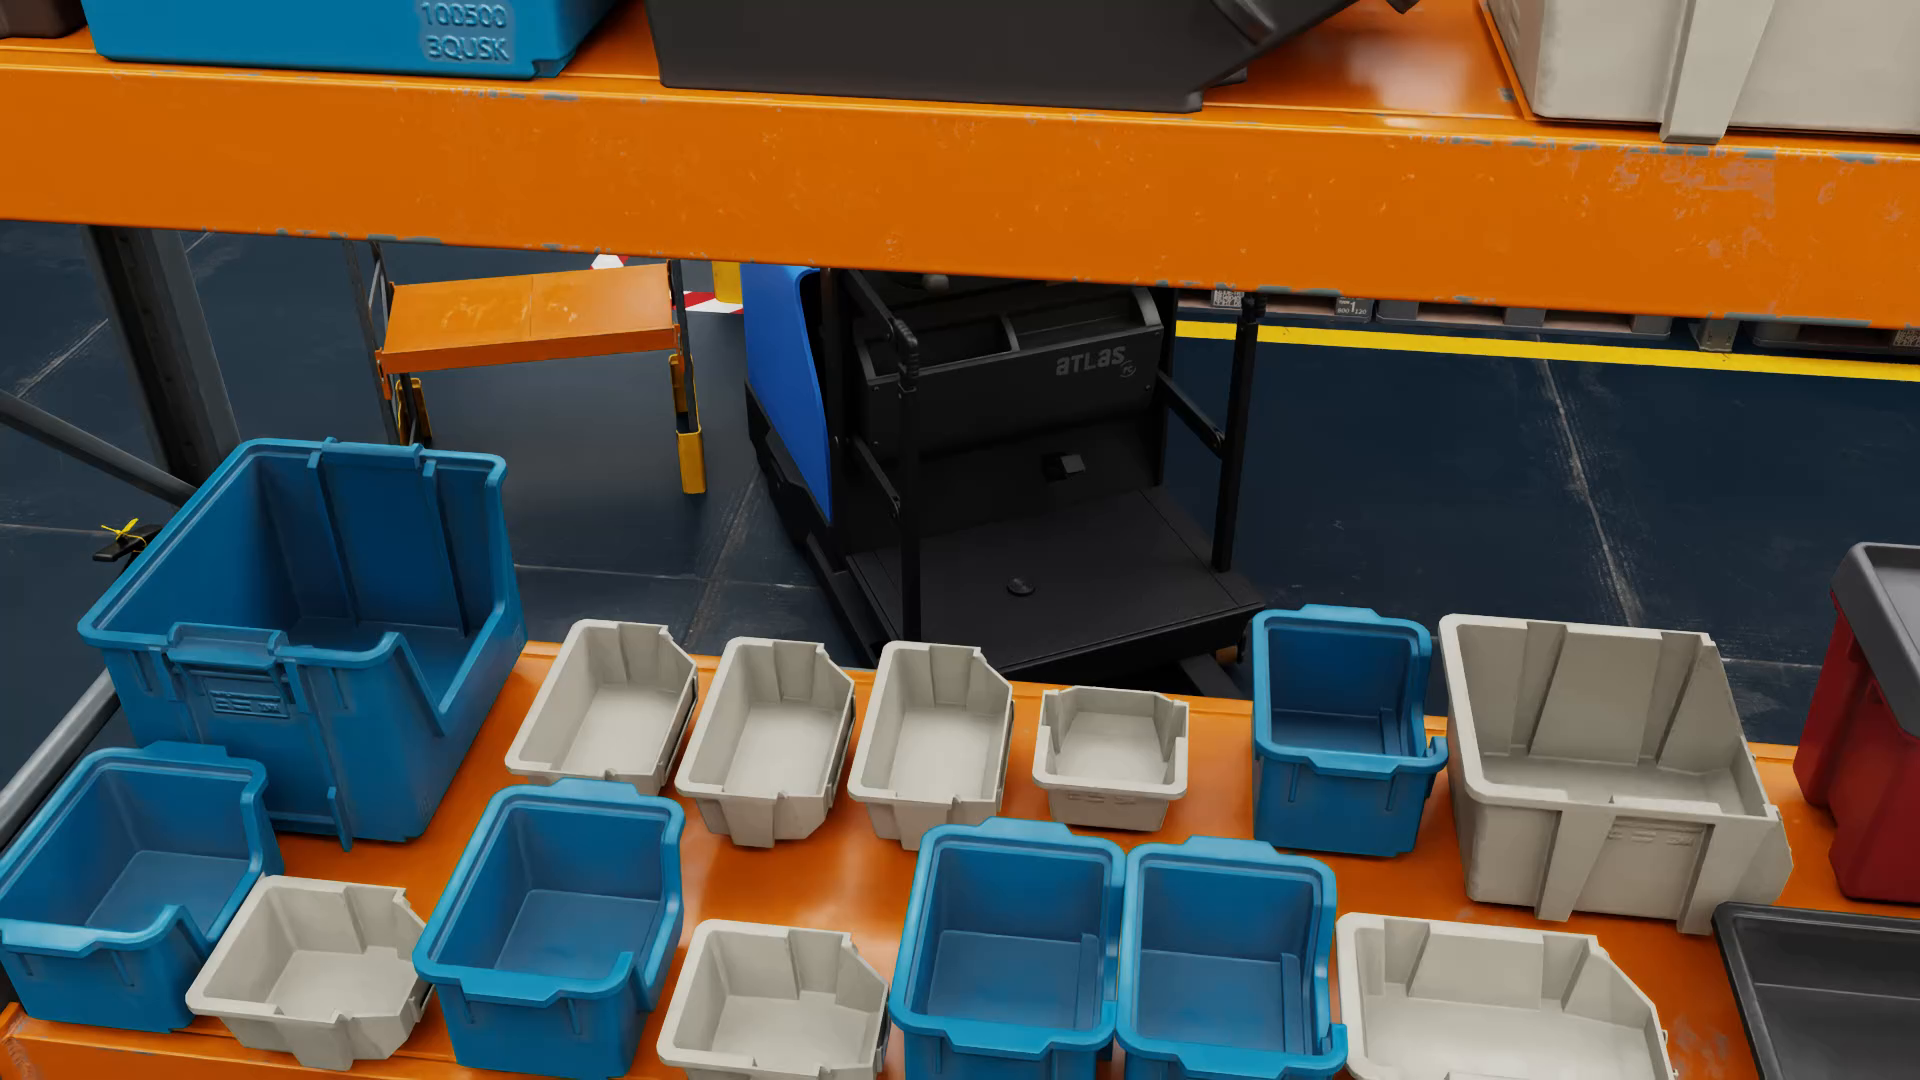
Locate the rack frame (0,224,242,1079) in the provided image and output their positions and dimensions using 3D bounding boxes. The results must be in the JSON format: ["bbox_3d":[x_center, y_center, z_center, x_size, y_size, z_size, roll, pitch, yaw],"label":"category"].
[{"bbox_3d":[-1.436,0.282,2.773,0.127,3.000,1.000,4,36,6],"label":"rack frame"}]

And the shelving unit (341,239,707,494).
[{"bbox_3d":[-1.496,-0.891,5.708,1.083,1.500,0.587,-6,36,-9],"label":"shelving unit"}]

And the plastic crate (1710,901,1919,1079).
[{"bbox_3d":[1.387,0.737,2.320,0.590,0.125,0.437,4,36,6],"label":"plastic crate"}]

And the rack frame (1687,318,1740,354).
[{"bbox_3d":[3.163,-2.276,6.357,0.127,3.000,1.000,4,36,6],"label":"rack frame"}]

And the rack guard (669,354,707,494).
[{"bbox_3d":[-1.007,-0.437,6.147,0.087,0.250,0.587,-6,36,-9],"label":"rack guard"}]

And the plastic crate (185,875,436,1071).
[{"bbox_3d":[-0.925,0.644,2.441,0.298,0.136,0.250,4,36,6],"label":"plastic crate"}]

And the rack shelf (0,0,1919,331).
[{"bbox_3d":[0.548,-0.499,1.904,4.000,0.370,1.077,4,36,6],"label":"rack shelf"}]

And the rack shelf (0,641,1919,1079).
[{"bbox_3d":[0.548,0.722,2.775,4.000,0.370,1.077,4,36,6],"label":"rack shelf"}]

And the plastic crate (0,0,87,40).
[{"bbox_3d":[-1.089,-0.697,1.675,0.590,0.269,0.497,4,36,6],"label":"plastic crate"}]

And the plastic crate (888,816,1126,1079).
[{"bbox_3d":[0.073,0.631,2.377,0.300,0.233,0.416,4,36,6],"label":"plastic crate"}]

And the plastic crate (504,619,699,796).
[{"bbox_3d":[-0.604,0.320,2.894,0.243,0.136,0.396,4,36,6],"label":"plastic crate"}]

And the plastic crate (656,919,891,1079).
[{"bbox_3d":[-0.252,0.694,2.371,0.298,0.136,0.250,4,36,6],"label":"plastic crate"}]

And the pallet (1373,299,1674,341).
[{"bbox_3d":[2.418,-1.243,7.309,1.213,0.211,1.003,4,36,6],"label":"pallet"}]

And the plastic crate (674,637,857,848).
[{"bbox_3d":[-0.318,0.350,2.852,0.243,0.136,0.396,4,36,6],"label":"plastic crate"}]

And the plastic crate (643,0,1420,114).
[{"bbox_3d":[0.045,-0.643,1.540,0.767,0.338,0.504,4,36,6],"label":"plastic crate"}]

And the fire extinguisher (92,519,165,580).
[{"bbox_3d":[-1.527,0.192,3.287,0.183,0.674,0.296,4,36,6],"label":"fire extinguisher"}]

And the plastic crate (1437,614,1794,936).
[{"bbox_3d":[1.041,0.382,2.683,0.530,0.282,0.437,4,36,6],"label":"plastic crate"}]

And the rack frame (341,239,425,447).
[{"bbox_3d":[-1.987,-0.837,5.632,0.032,1.500,0.500,-6,36,-9],"label":"rack frame"}]

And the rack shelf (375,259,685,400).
[{"bbox_3d":[-1.487,-0.746,5.814,1.000,0.185,0.538,-6,36,-9],"label":"rack shelf"}]

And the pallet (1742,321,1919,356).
[{"bbox_3d":[3.938,-1.128,7.148,1.213,0.211,1.003,4,36,6],"label":"pallet"}]

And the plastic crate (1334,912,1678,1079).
[{"bbox_3d":[0.766,0.705,2.356,0.466,0.136,0.293,4,36,6],"label":"plastic crate"}]

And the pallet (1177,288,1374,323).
[{"bbox_3d":[1.205,-1.331,7.434,1.213,0.211,1.003,4,36,6],"label":"pallet"}]

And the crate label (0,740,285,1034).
[{"bbox_3d":[-1.233,0.533,2.513,0.303,0.233,0.416,4,36,6],"label":"crate label"}]

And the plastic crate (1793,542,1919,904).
[{"bbox_3d":[1.678,0.316,2.618,0.583,0.464,0.402,4,36,6],"label":"plastic crate"}]

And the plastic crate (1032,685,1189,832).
[{"bbox_3d":[0.257,0.368,2.828,0.250,0.136,0.298,4,36,6],"label":"plastic crate"}]

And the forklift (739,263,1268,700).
[{"bbox_3d":[0.227,-0.855,4.426,1.130,2.935,3.031,-13,37,-17],"label":"forklift"}]

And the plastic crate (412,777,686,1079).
[{"bbox_3d":[-0.580,0.582,2.445,0.300,0.233,0.416,4,36,6],"label":"plastic crate"}]

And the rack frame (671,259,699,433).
[{"bbox_3d":[-0.988,-0.948,5.787,0.032,1.500,0.500,-6,36,-9],"label":"rack frame"}]

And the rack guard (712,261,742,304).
[{"bbox_3d":[-0.829,-1.557,7.501,0.348,0.500,1.175,4,36,6],"label":"rack guard"}]

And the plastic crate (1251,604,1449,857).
[{"bbox_3d":[0.634,0.329,2.799,0.300,0.233,0.416,4,36,6],"label":"plastic crate"}]

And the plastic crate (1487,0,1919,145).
[{"bbox_3d":[0.723,-0.549,1.457,0.530,0.282,0.437,4,36,6],"label":"plastic crate"}]

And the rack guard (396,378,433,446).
[{"bbox_3d":[-1.985,-0.328,5.995,0.087,0.250,0.587,-6,36,-9],"label":"rack guard"}]

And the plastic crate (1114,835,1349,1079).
[{"bbox_3d":[0.371,0.653,2.346,0.300,0.233,0.416,4,36,6],"label":"plastic crate"}]

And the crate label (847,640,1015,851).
[{"bbox_3d":[-0.039,0.357,2.843,0.243,0.136,0.396,4,36,6],"label":"crate label"}]

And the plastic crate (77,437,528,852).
[{"bbox_3d":[-1.080,0.160,2.862,0.499,0.435,0.616,4,36,6],"label":"plastic crate"}]

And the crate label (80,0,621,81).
[{"bbox_3d":[-0.562,-0.624,1.589,0.502,0.251,0.408,4,36,6],"label":"crate label"}]
